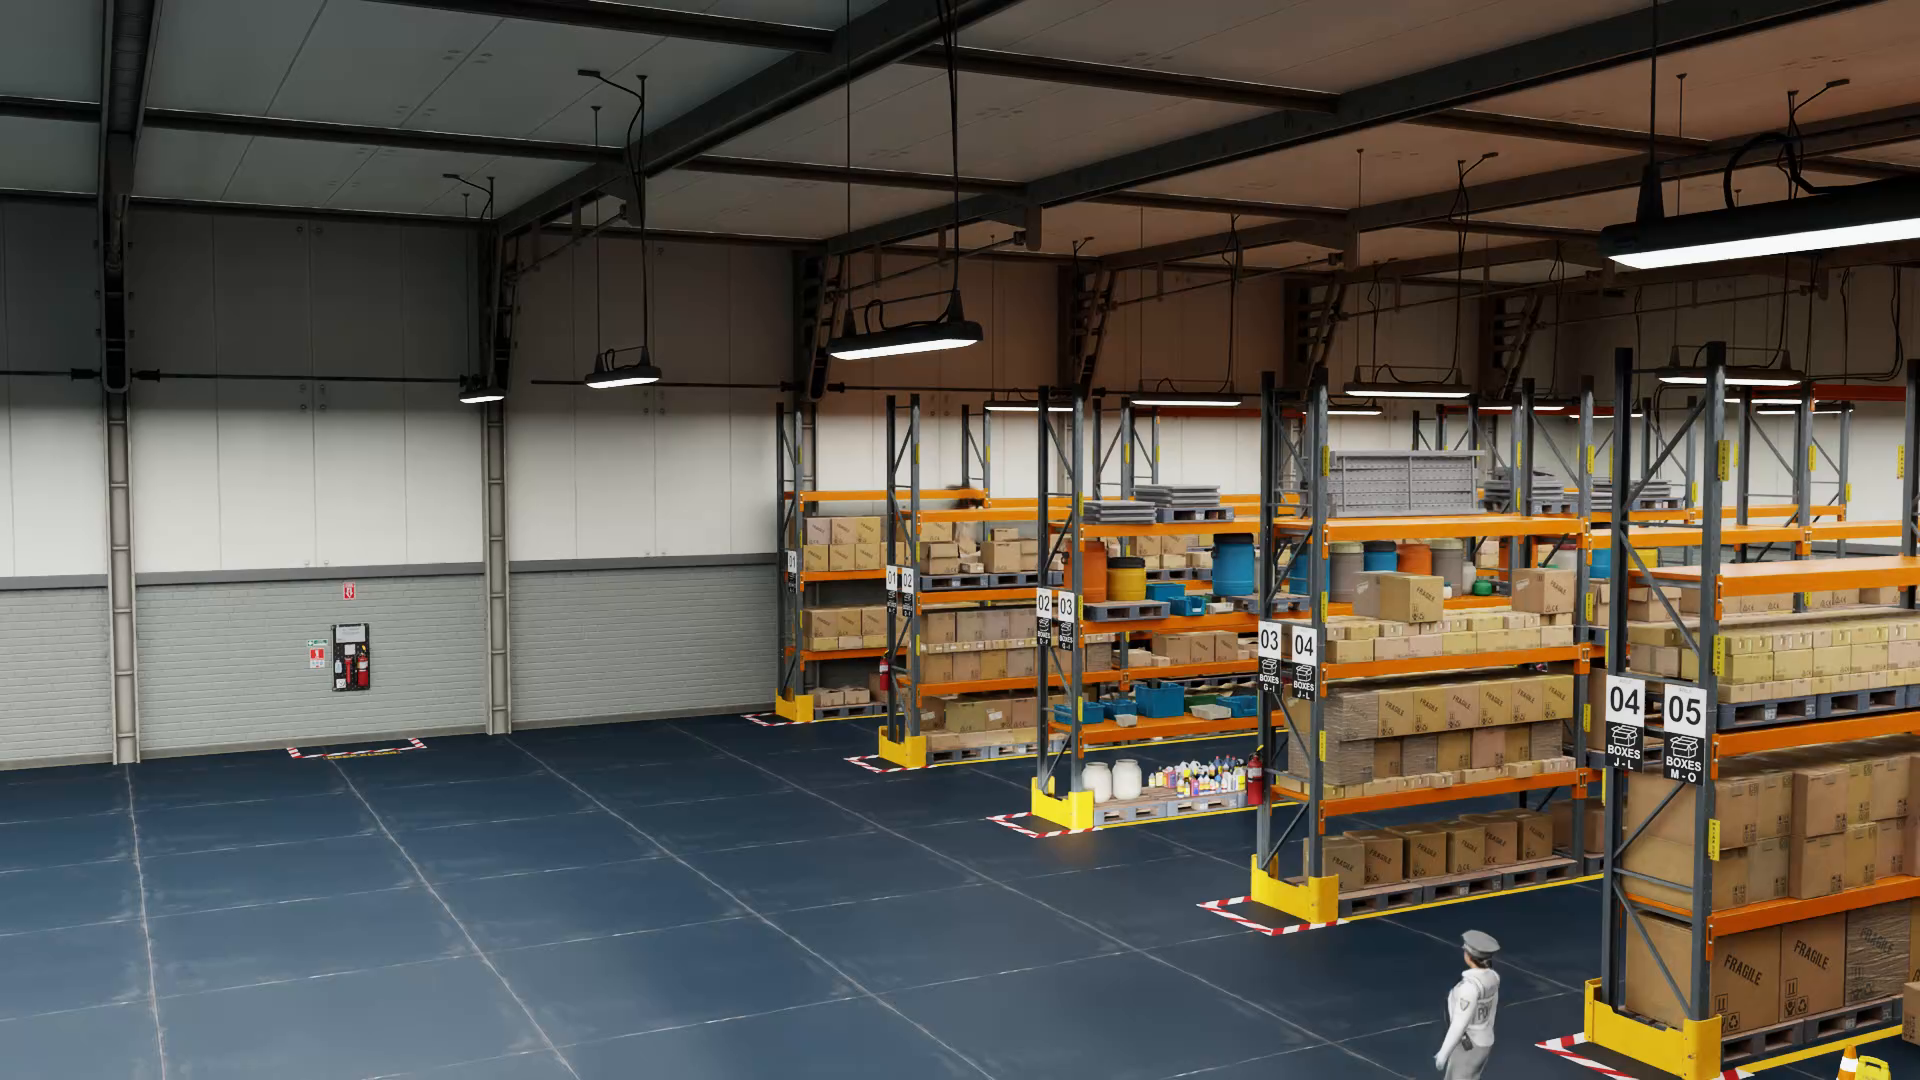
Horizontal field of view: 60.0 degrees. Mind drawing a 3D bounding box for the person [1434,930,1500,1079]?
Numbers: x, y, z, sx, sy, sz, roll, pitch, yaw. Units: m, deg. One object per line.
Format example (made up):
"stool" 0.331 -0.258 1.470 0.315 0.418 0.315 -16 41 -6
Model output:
"person" 3.645 3.664 11.985 0.457 1.719 0.490 1 4 23
